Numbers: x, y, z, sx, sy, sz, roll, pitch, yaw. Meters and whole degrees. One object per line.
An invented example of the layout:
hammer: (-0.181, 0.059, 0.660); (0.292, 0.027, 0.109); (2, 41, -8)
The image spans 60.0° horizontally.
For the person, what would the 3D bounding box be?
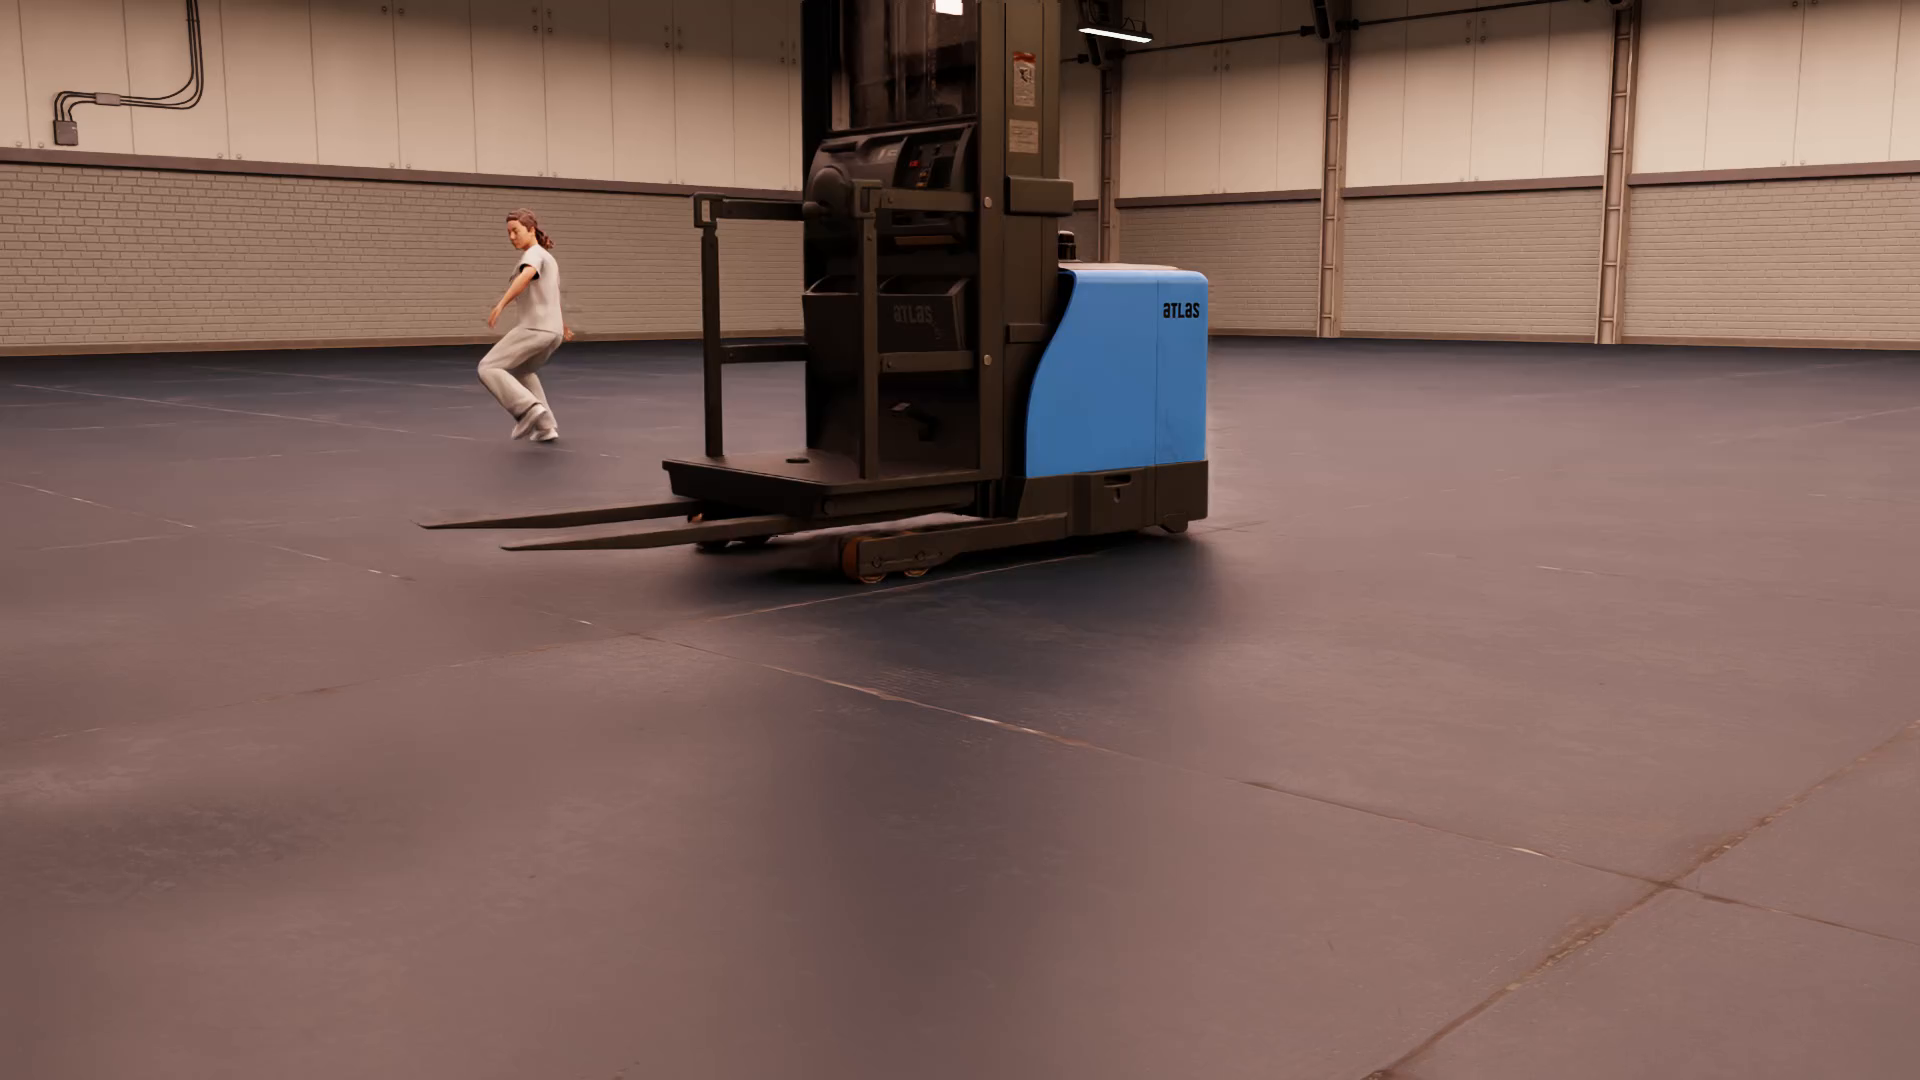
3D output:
person: (-2.768, -1.364, 10.808); (0.501, 1.552, 1.025); (1, 9, 9)

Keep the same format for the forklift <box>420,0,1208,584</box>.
forklift: (-0.431, -1.386, 6.076); (3.031, 2.935, 1.130); (-7, 11, -40)
